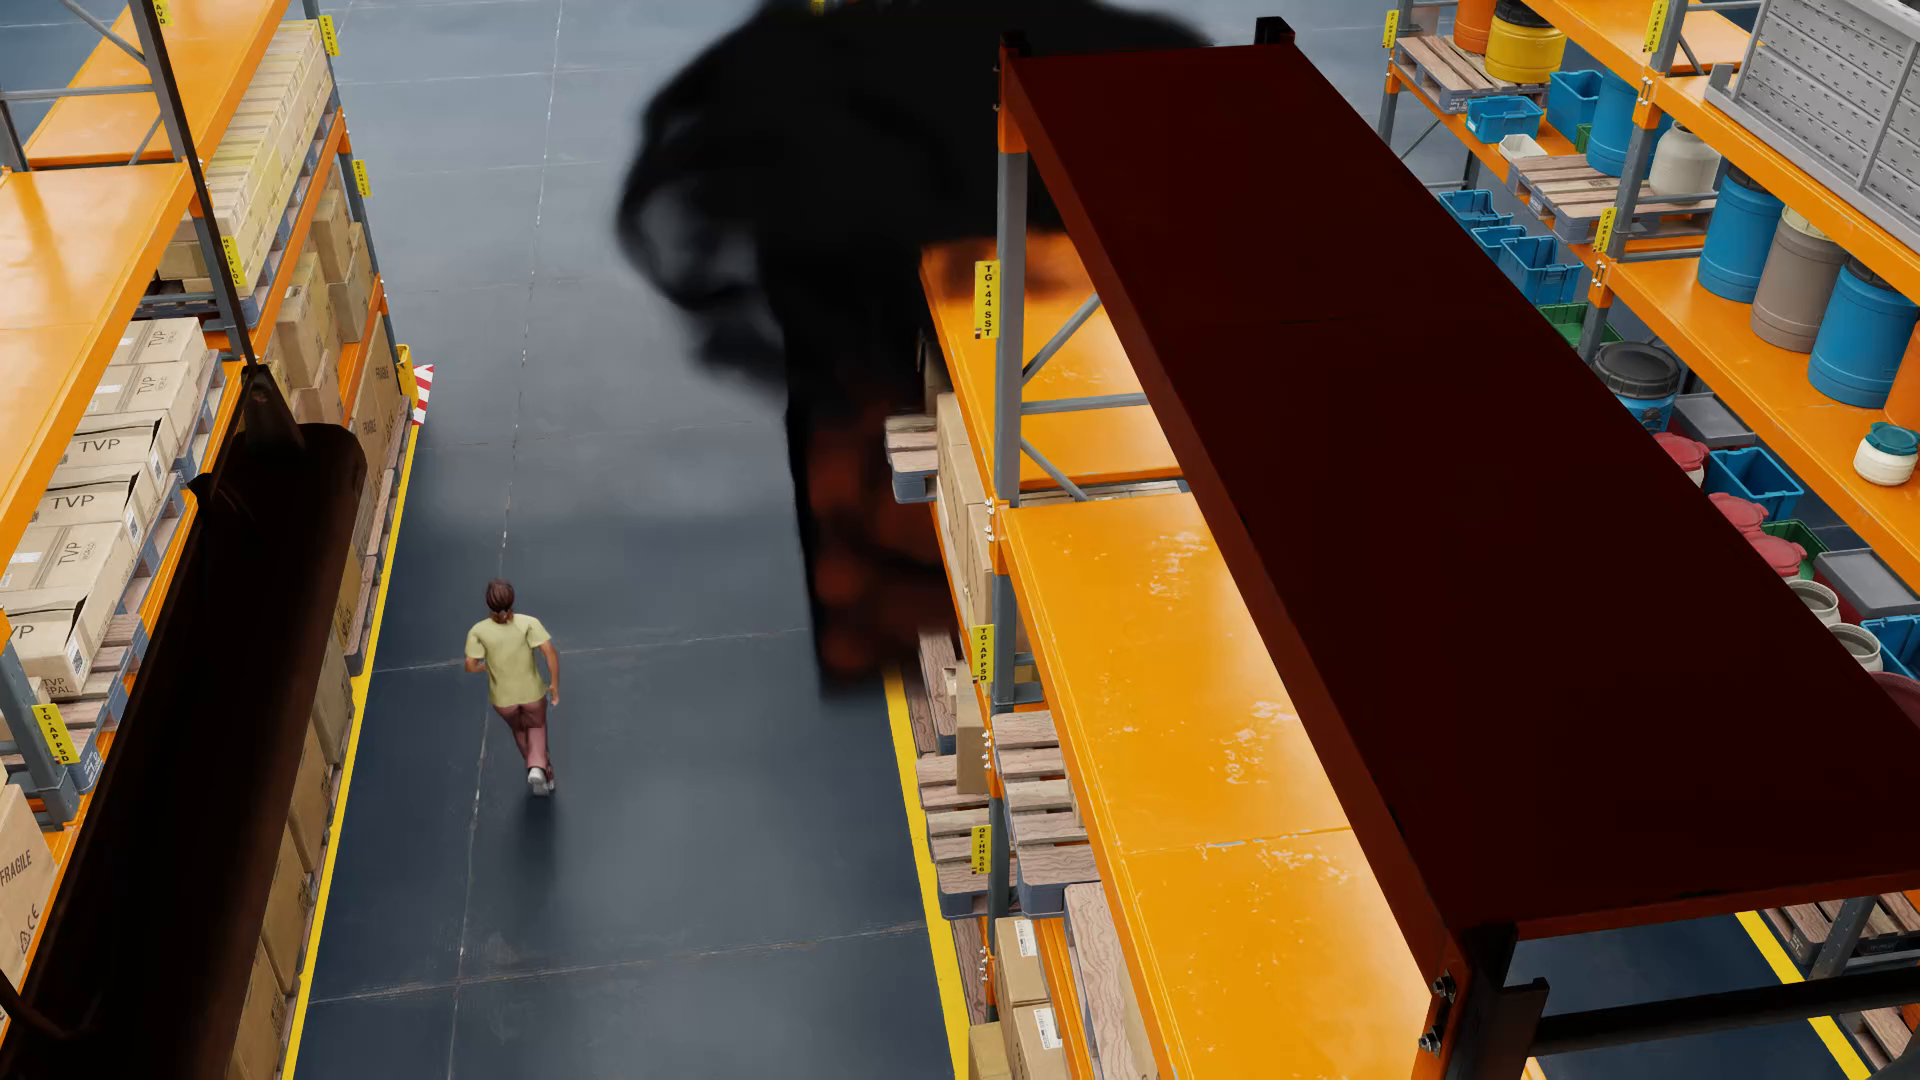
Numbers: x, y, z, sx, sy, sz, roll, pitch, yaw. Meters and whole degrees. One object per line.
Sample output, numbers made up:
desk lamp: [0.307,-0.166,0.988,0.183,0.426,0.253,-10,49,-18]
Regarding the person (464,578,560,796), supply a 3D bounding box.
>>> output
person: [-2.836,1.049,10.715,0.575,1.604,0.734,-12,38,-16]
